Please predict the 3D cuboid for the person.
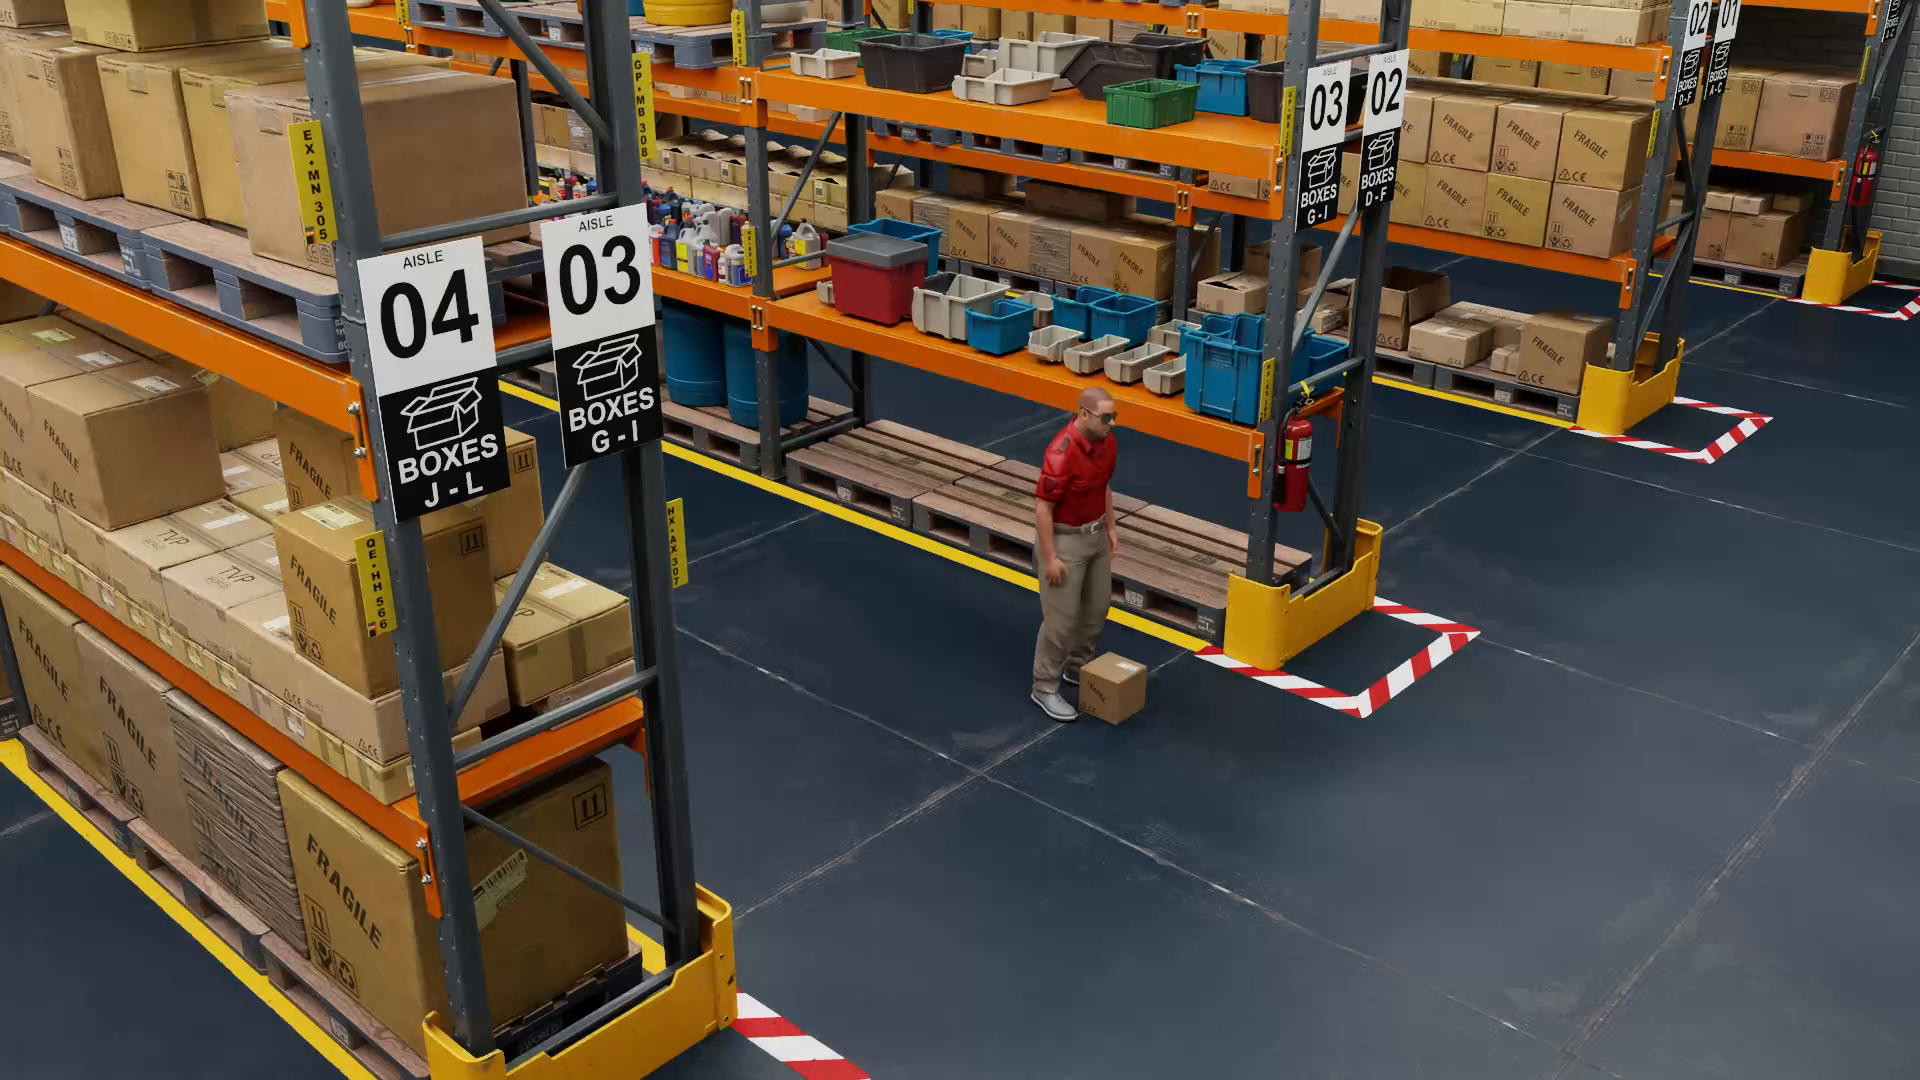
[{"bbox_3d":[0.607,0.030,8.550,0.386,1.727,0.594,19,30,37],"label":"person"}]
